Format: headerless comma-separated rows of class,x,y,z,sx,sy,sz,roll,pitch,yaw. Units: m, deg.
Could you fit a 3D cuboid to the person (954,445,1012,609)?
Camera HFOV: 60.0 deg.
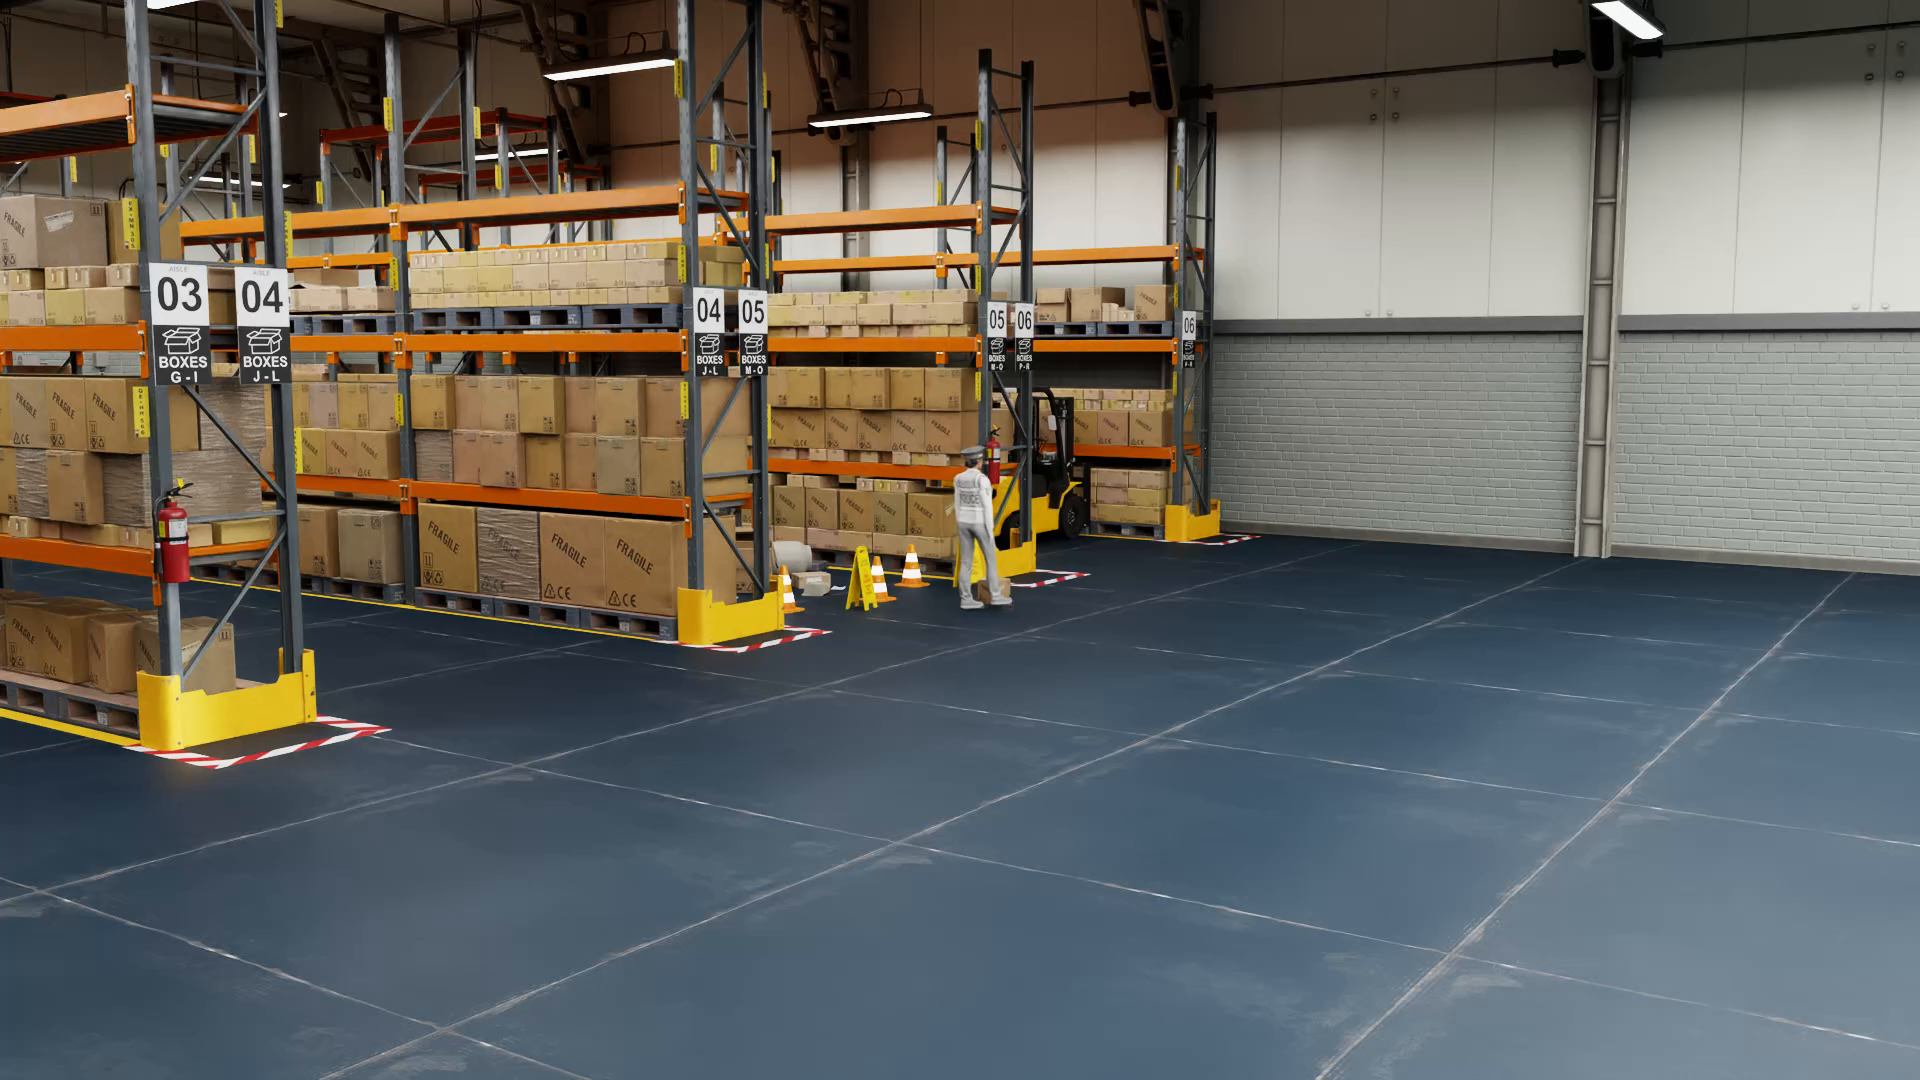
person,0.224,-0.145,17.158,0.479,1.666,0.605,4,8,33
